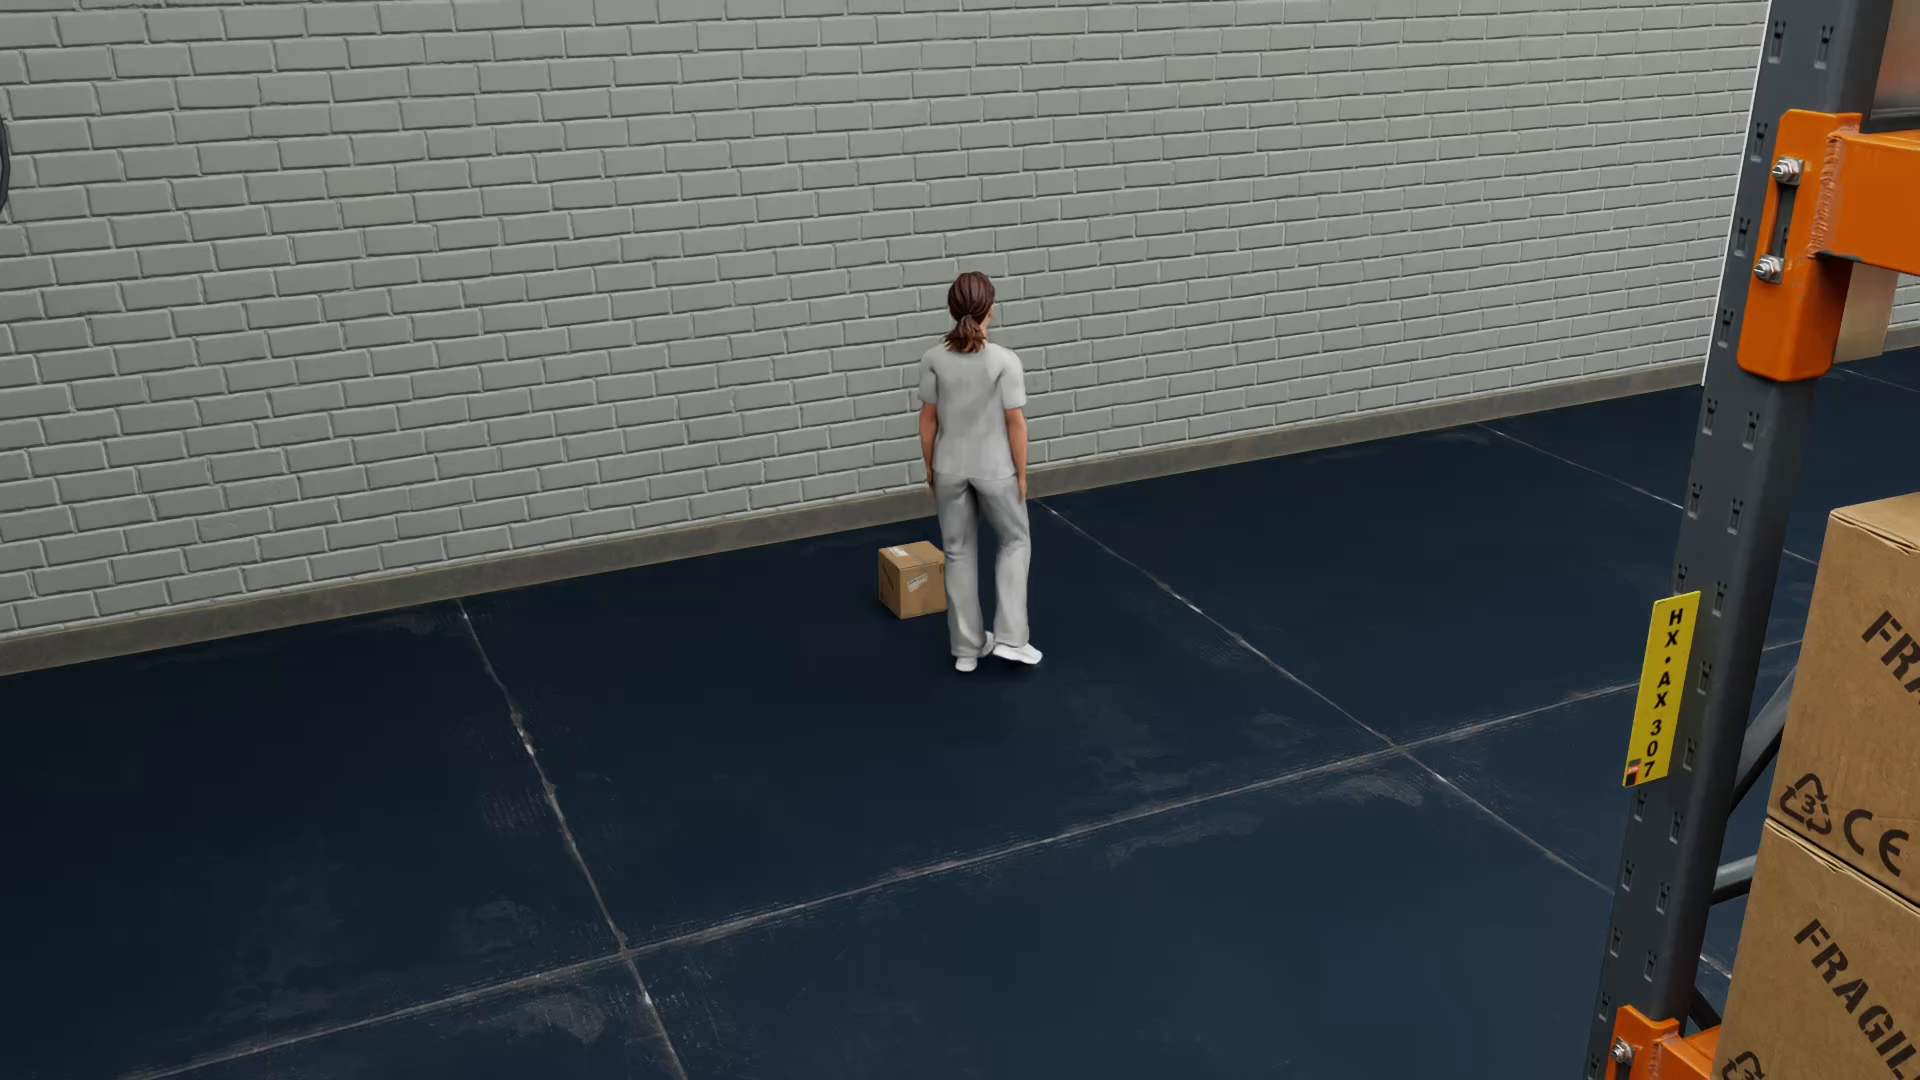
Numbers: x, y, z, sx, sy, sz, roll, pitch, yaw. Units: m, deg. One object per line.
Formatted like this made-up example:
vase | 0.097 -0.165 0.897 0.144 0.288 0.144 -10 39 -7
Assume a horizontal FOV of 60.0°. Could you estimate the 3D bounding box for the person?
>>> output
person | 0.082 -0.236 6.708 0.498 1.716 0.404 5 23 12
